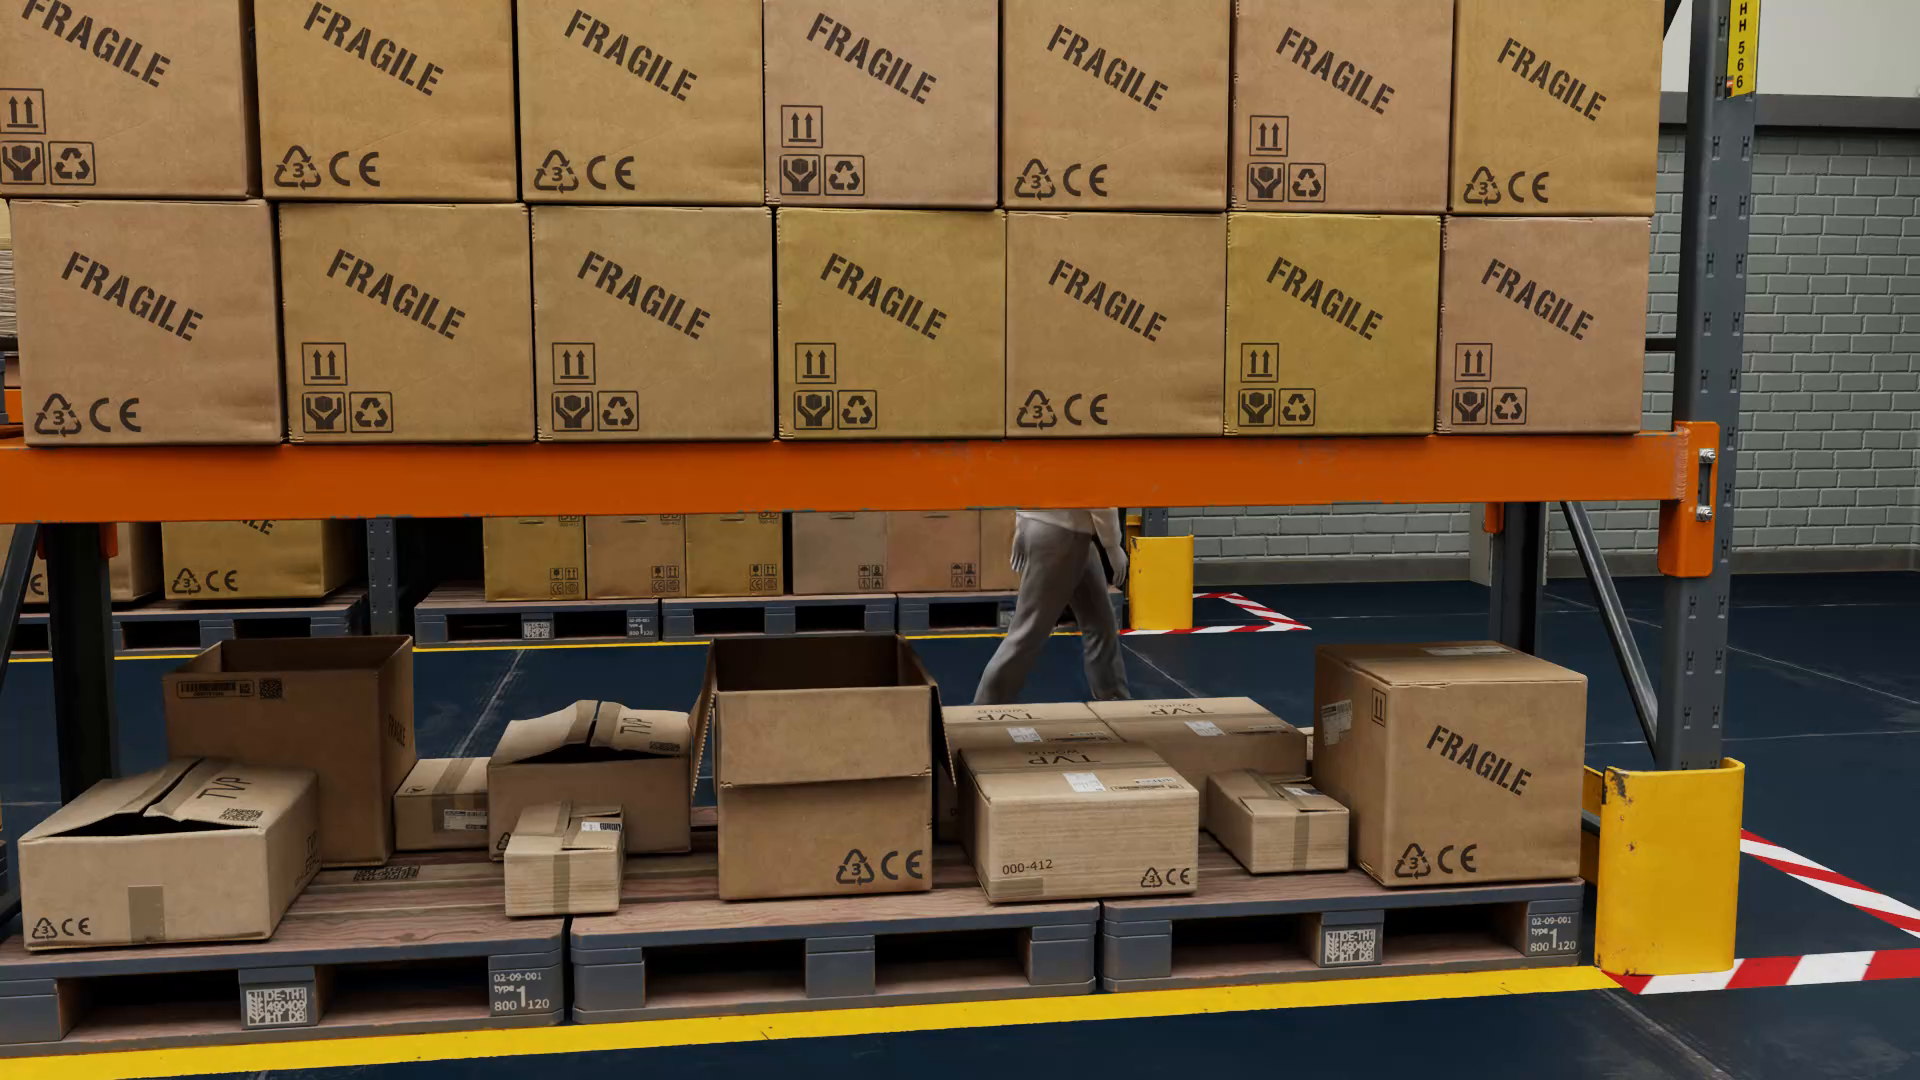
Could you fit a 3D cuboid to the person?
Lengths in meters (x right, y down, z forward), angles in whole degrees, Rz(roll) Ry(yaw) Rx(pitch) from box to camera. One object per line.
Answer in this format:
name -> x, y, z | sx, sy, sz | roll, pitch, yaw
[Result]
person -> 0.419, -0.014, 5.871 | 0.846, 1.656, 0.490 | -1, 7, -10
